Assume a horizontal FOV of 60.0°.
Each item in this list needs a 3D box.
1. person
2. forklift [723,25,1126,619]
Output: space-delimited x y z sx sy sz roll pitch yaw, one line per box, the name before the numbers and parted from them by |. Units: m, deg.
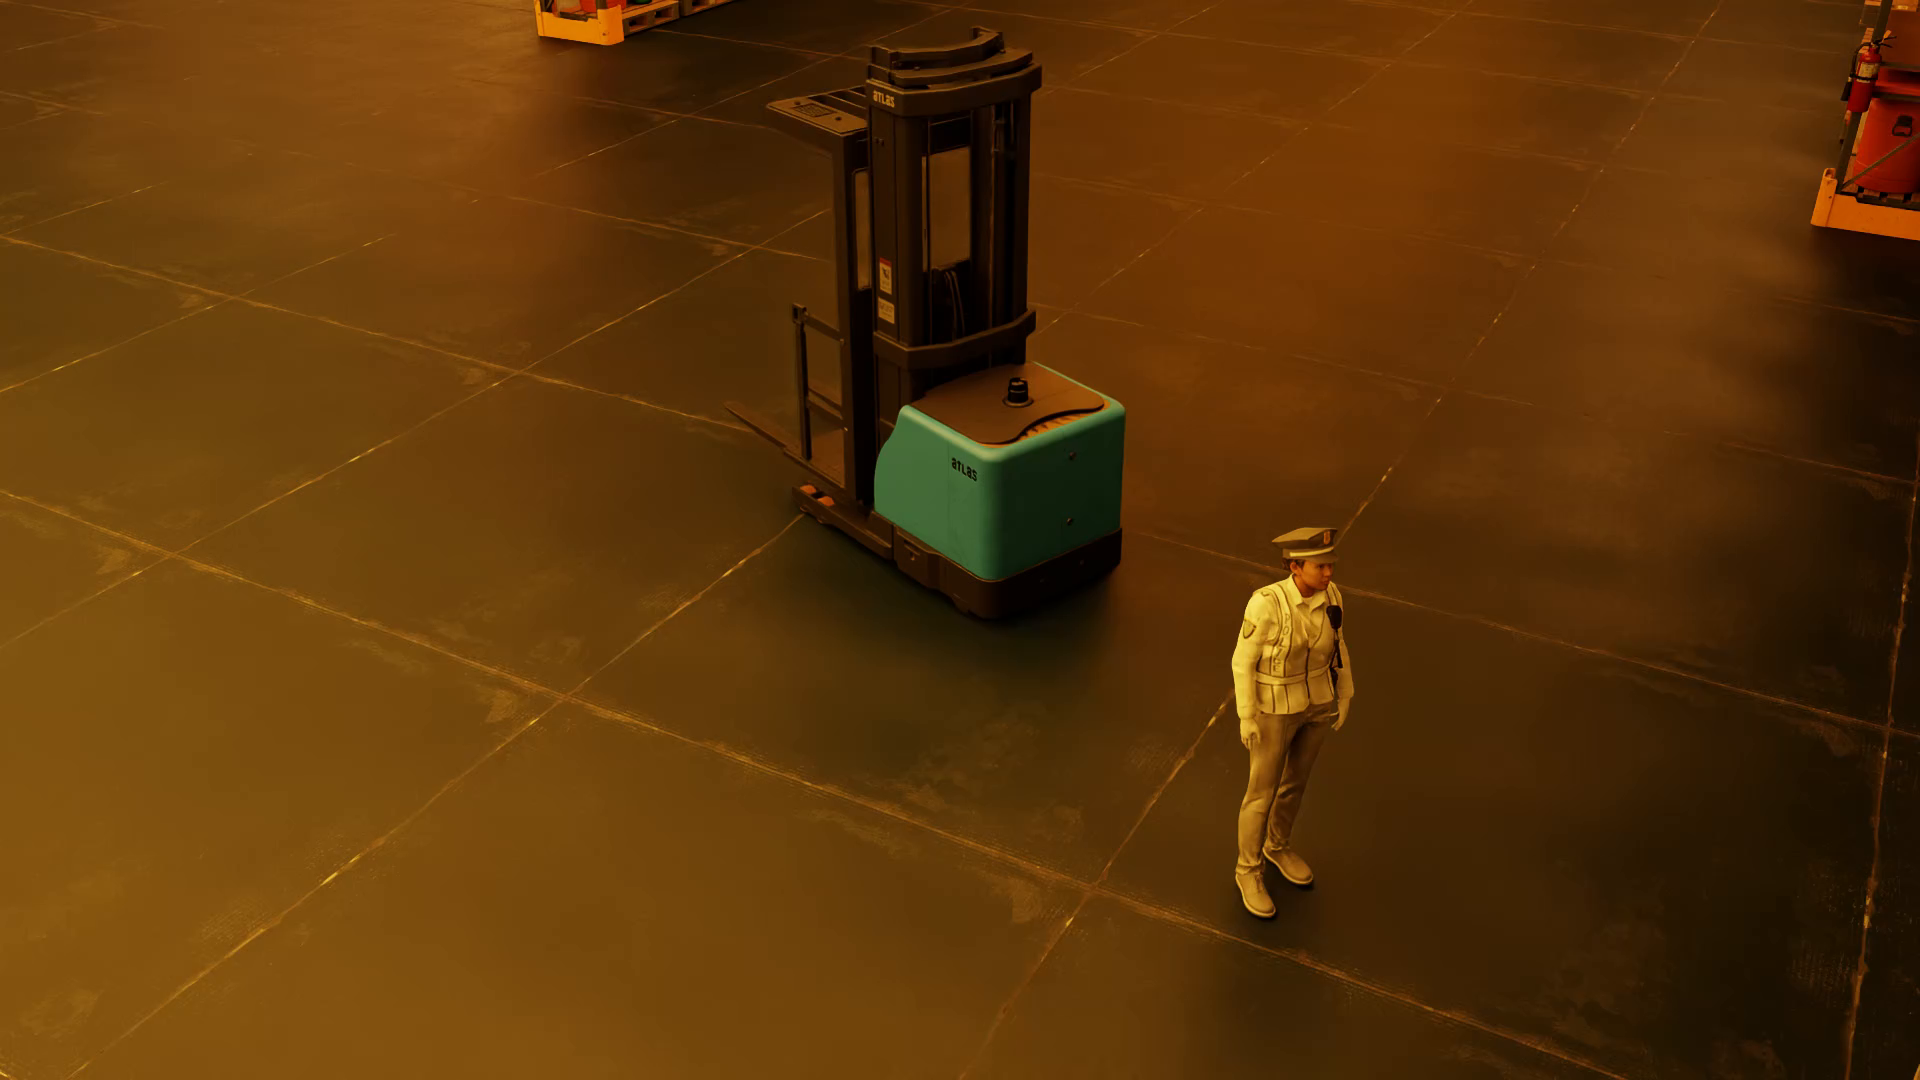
person | 1.437 0.732 7.026 0.584 1.696 0.532 -13 32 -21
forklift | -0.382 -1.507 9.682 1.130 2.935 3.031 -22 37 -33
